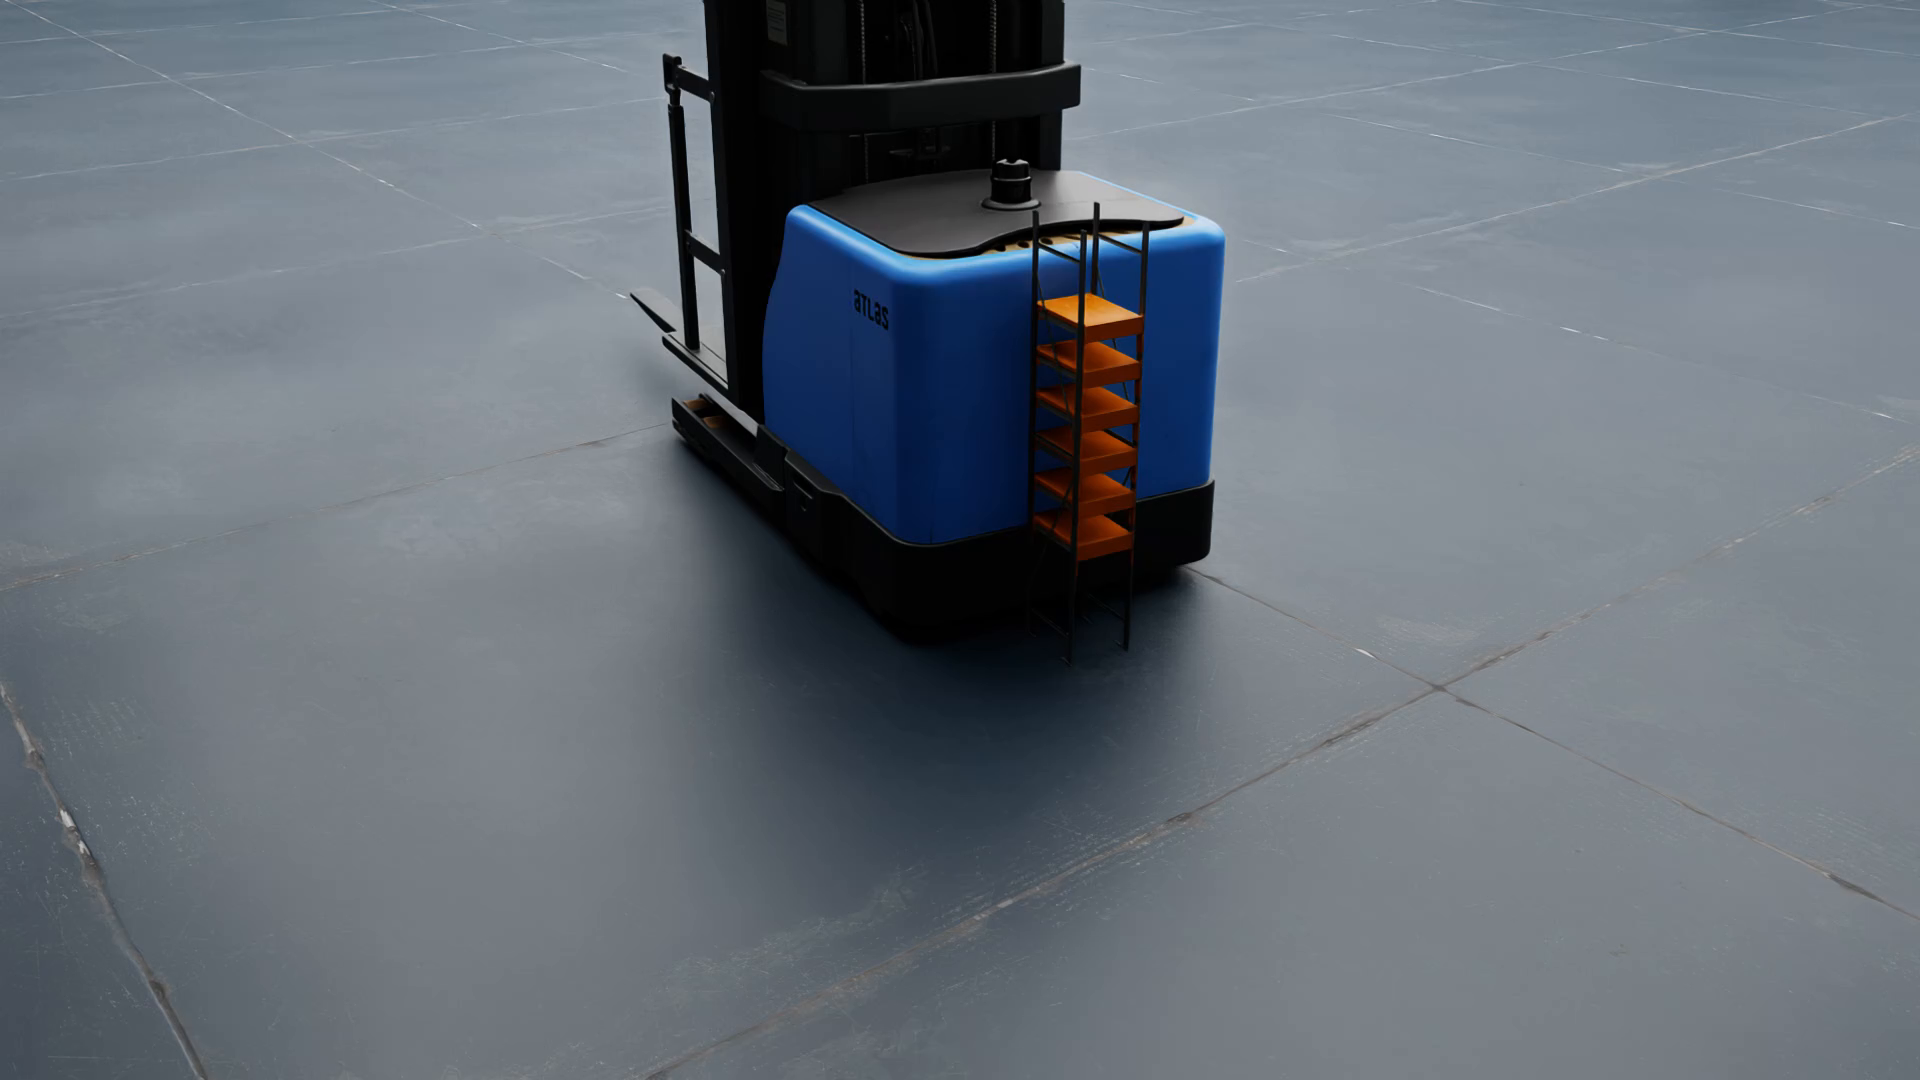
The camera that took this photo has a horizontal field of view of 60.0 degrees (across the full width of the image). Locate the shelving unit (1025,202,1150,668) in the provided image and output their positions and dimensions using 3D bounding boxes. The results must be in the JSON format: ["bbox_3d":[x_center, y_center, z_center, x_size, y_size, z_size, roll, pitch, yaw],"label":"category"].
[{"bbox_3d":[0.325,-0.262,4.388,0.189,1.200,0.258,-13,28,-26],"label":"shelving unit"}]

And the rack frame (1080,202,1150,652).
[{"bbox_3d":[0.405,-0.280,4.429,0.006,1.200,0.240,-13,28,-26],"label":"rack frame"}]

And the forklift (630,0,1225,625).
[{"bbox_3d":[-0.380,-1.680,5.388,1.130,2.935,3.031,-13,28,-25],"label":"forklift"}]

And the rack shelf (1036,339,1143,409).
[{"bbox_3d":[0.325,-0.439,4.306,0.180,0.103,0.258,-13,28,-26],"label":"rack shelf"}]

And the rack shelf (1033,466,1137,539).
[{"bbox_3d":[0.325,-0.112,4.458,0.180,0.103,0.258,-13,28,-26],"label":"rack shelf"}]

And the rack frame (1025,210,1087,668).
[{"bbox_3d":[0.245,-0.243,4.348,0.006,1.200,0.240,-13,28,-26],"label":"rack frame"}]

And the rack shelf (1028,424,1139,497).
[{"bbox_3d":[0.325,-0.221,4.407,0.180,0.103,0.258,-13,28,-26],"label":"rack shelf"}]

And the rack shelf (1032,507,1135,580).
[{"bbox_3d":[0.325,-0.004,4.508,0.180,0.103,0.258,-13,28,-26],"label":"rack shelf"}]

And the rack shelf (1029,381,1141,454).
[{"bbox_3d":[0.325,-0.330,4.357,0.180,0.103,0.258,-13,28,-26],"label":"rack shelf"}]

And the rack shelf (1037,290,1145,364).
[{"bbox_3d":[0.325,-0.548,4.255,0.180,0.103,0.258,-13,28,-26],"label":"rack shelf"}]
